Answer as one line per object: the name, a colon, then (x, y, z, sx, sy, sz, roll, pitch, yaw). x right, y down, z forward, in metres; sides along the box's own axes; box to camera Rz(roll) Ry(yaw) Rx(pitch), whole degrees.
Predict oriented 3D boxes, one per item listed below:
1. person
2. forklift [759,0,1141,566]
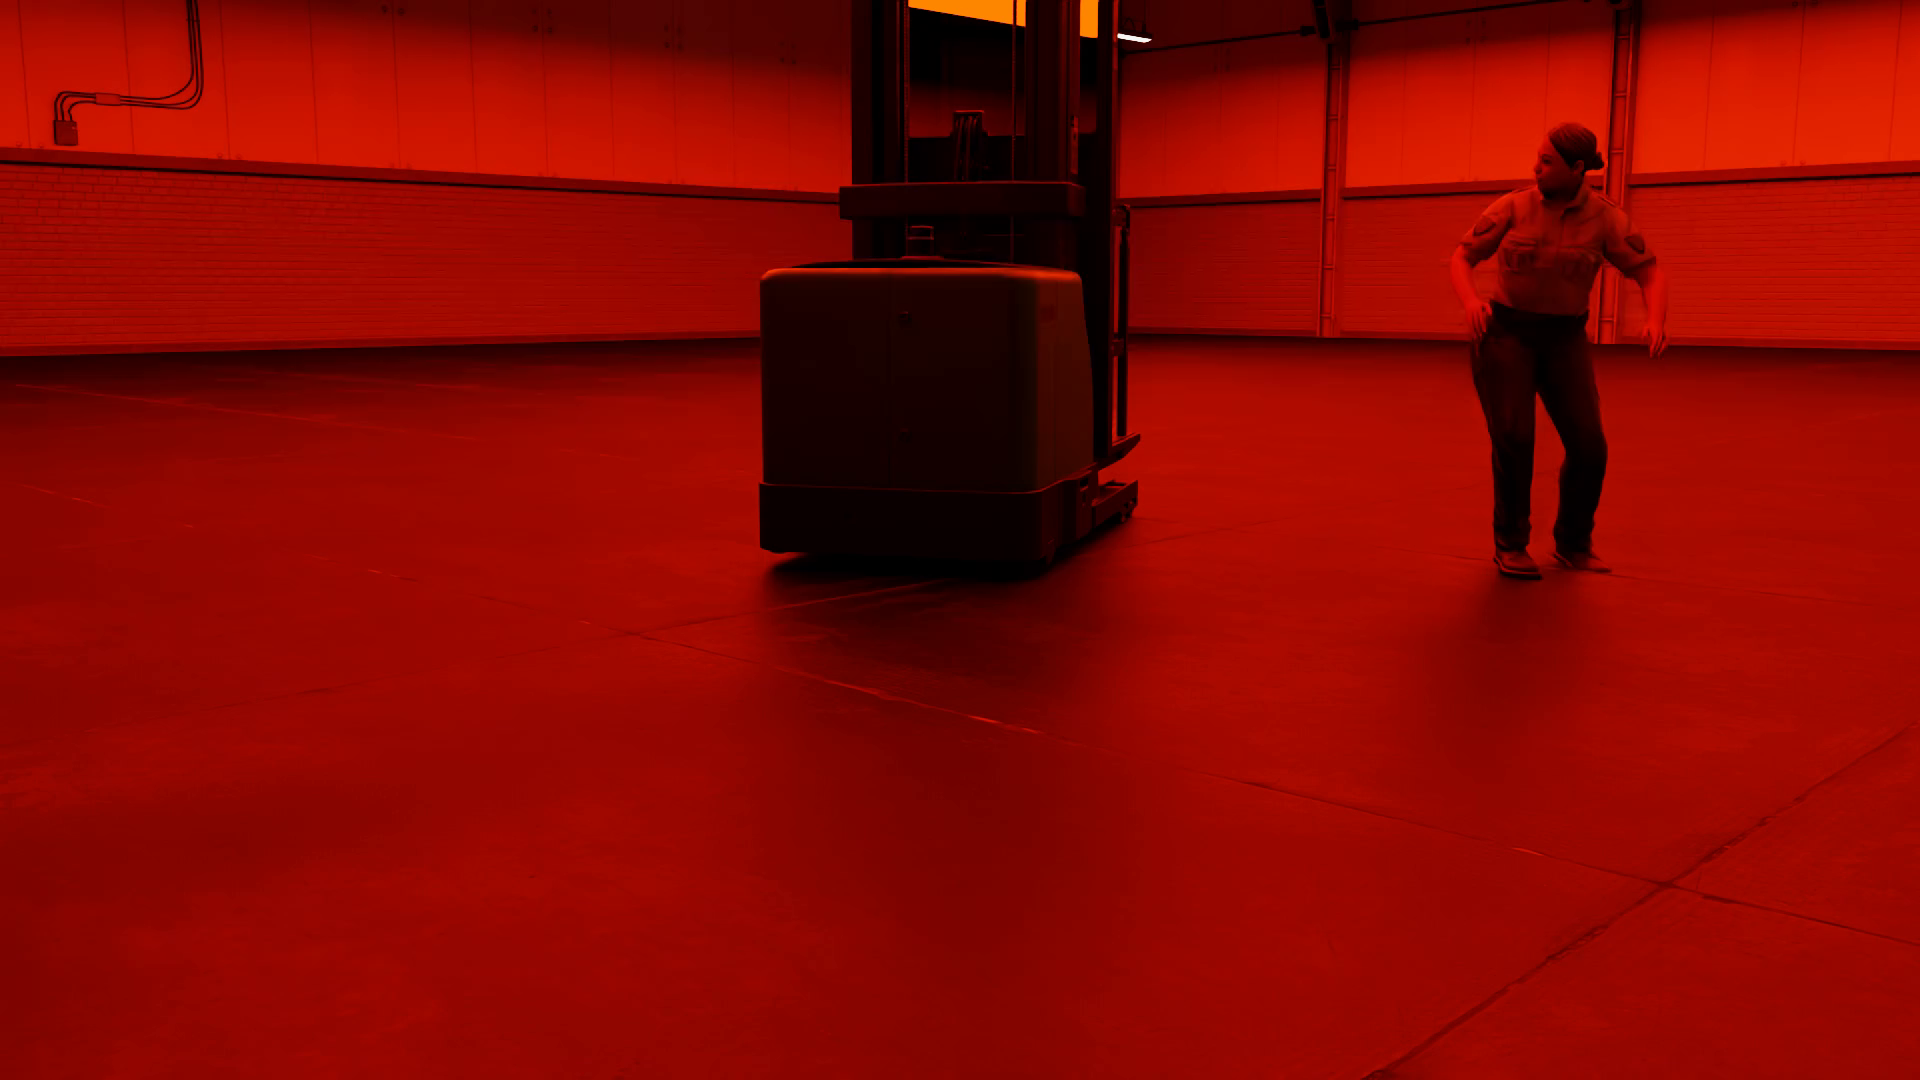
person: (2.105, -0.647, 5.879, 0.719, 1.598, 0.603, 1, 9, 7)
forklift: (0.169, -1.537, 7.079, 1.130, 2.935, 3.031, 2, 9, 16)
